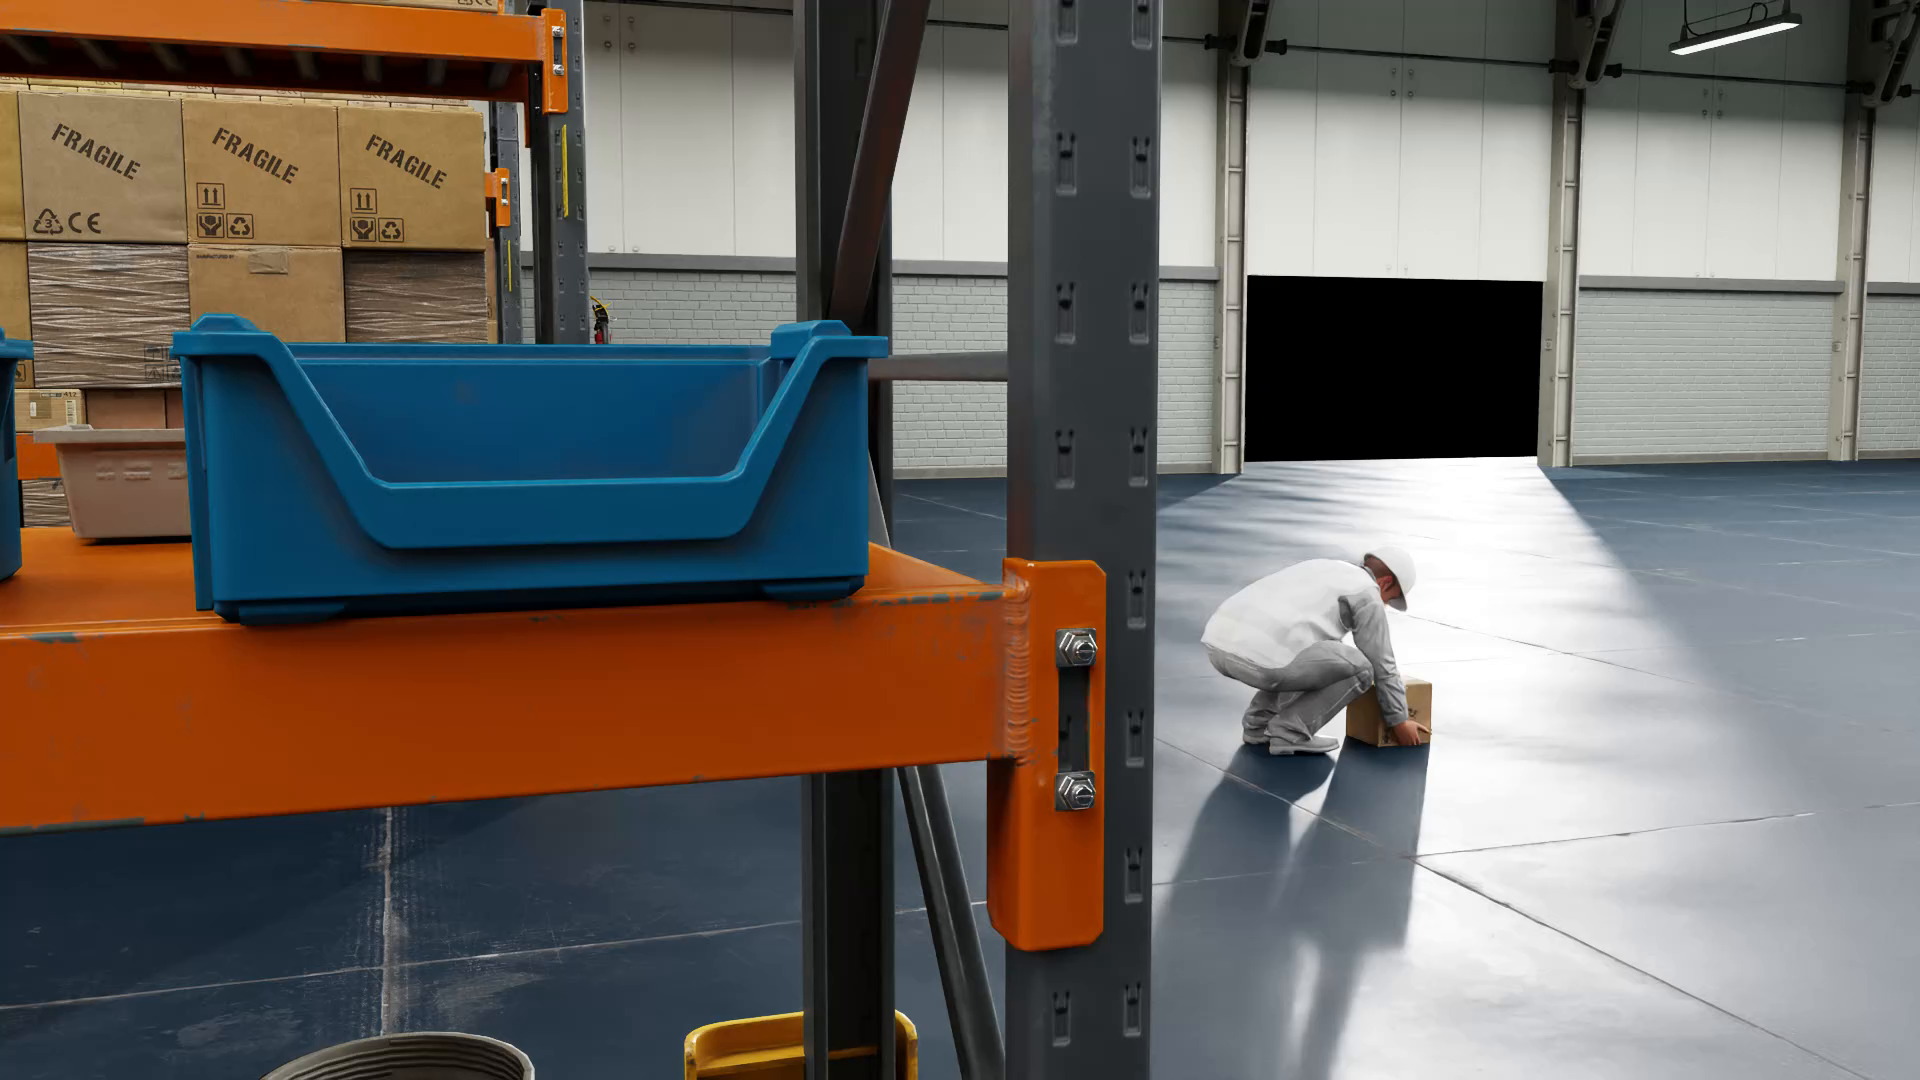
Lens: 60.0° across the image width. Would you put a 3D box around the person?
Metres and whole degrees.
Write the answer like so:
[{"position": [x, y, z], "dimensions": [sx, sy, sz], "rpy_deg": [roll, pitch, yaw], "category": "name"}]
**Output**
[{"position": [1.446, 0.463, 6.741], "dimensions": [0.948, 0.852, 0.508], "rpy_deg": [-2, 6, -19], "category": "person"}]
